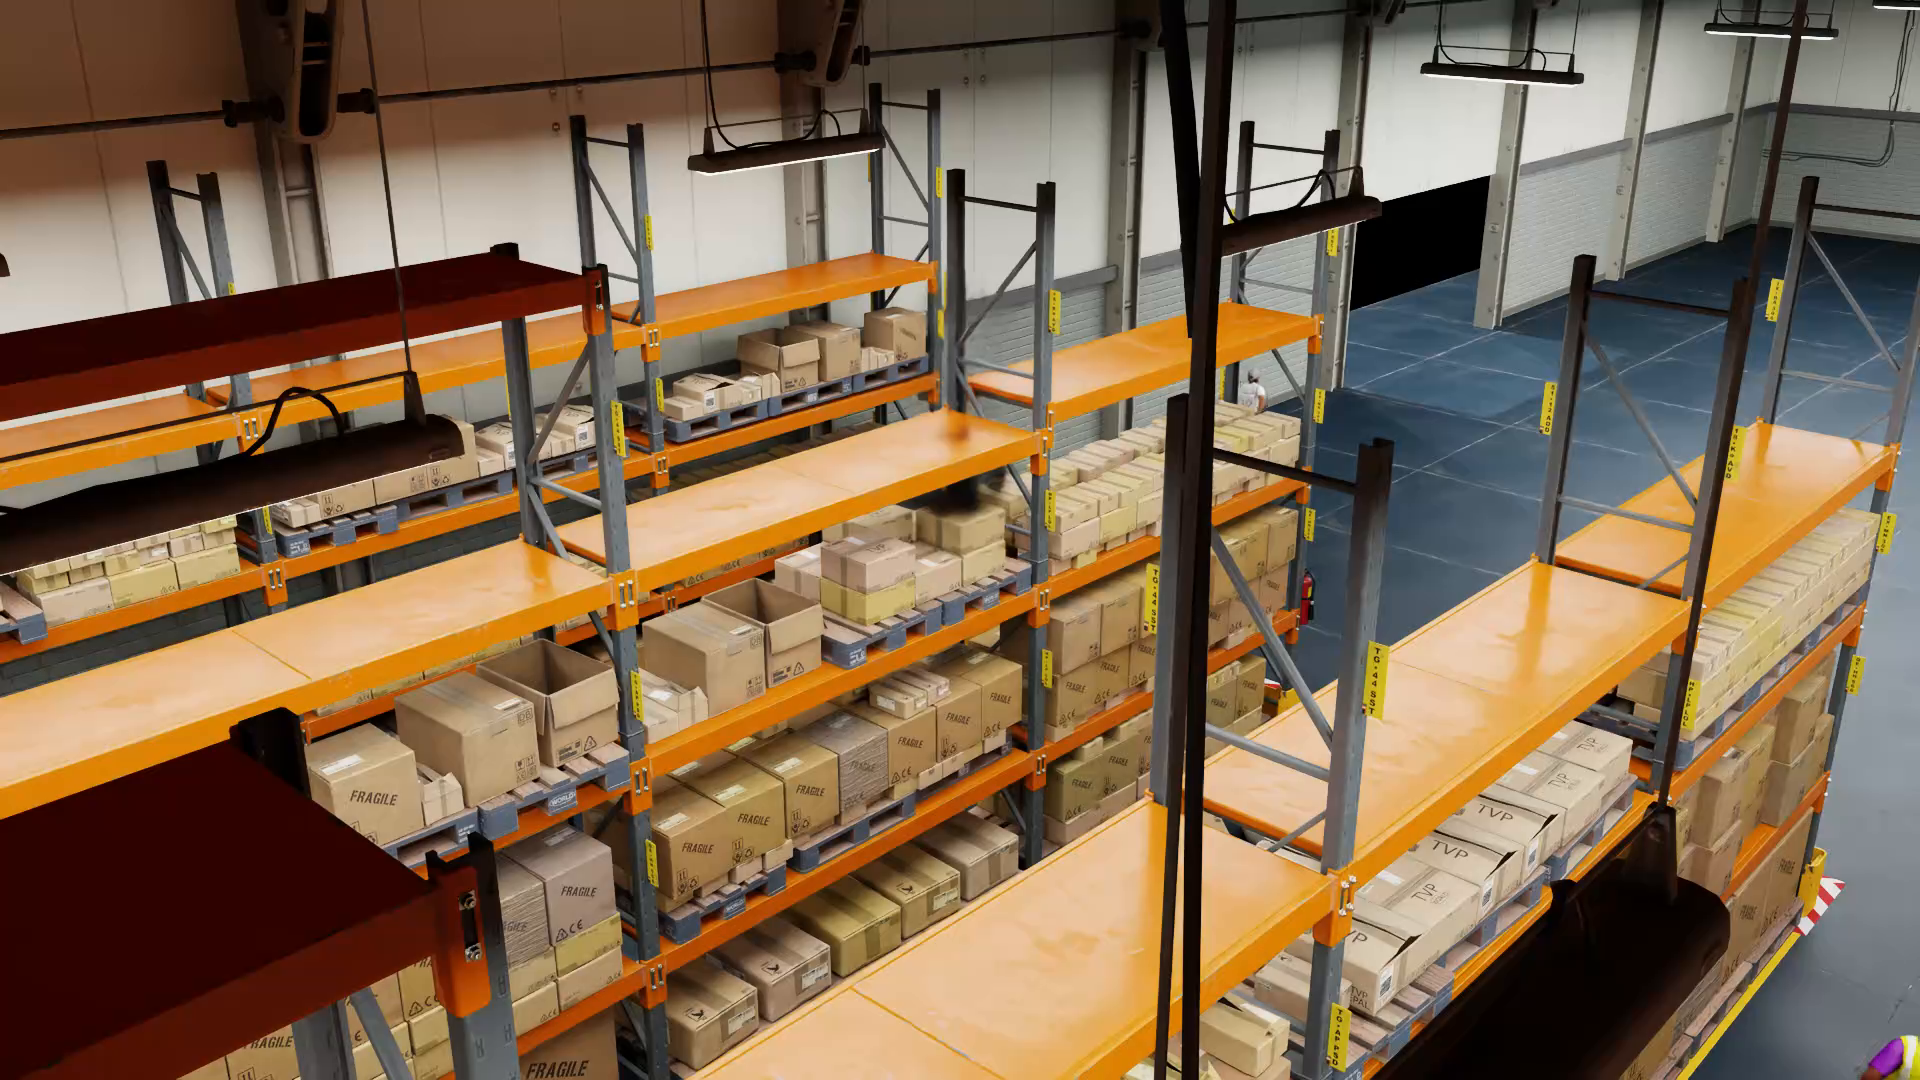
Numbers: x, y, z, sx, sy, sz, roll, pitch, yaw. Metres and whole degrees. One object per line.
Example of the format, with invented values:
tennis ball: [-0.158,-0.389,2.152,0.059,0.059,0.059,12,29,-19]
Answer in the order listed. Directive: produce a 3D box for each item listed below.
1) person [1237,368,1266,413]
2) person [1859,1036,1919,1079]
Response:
person: [4.196,-1.690,24.172,0.591,1.588,0.772,12,24,28]
person: [5.879,3.615,10.229,0.729,1.819,0.826,11,24,27]
